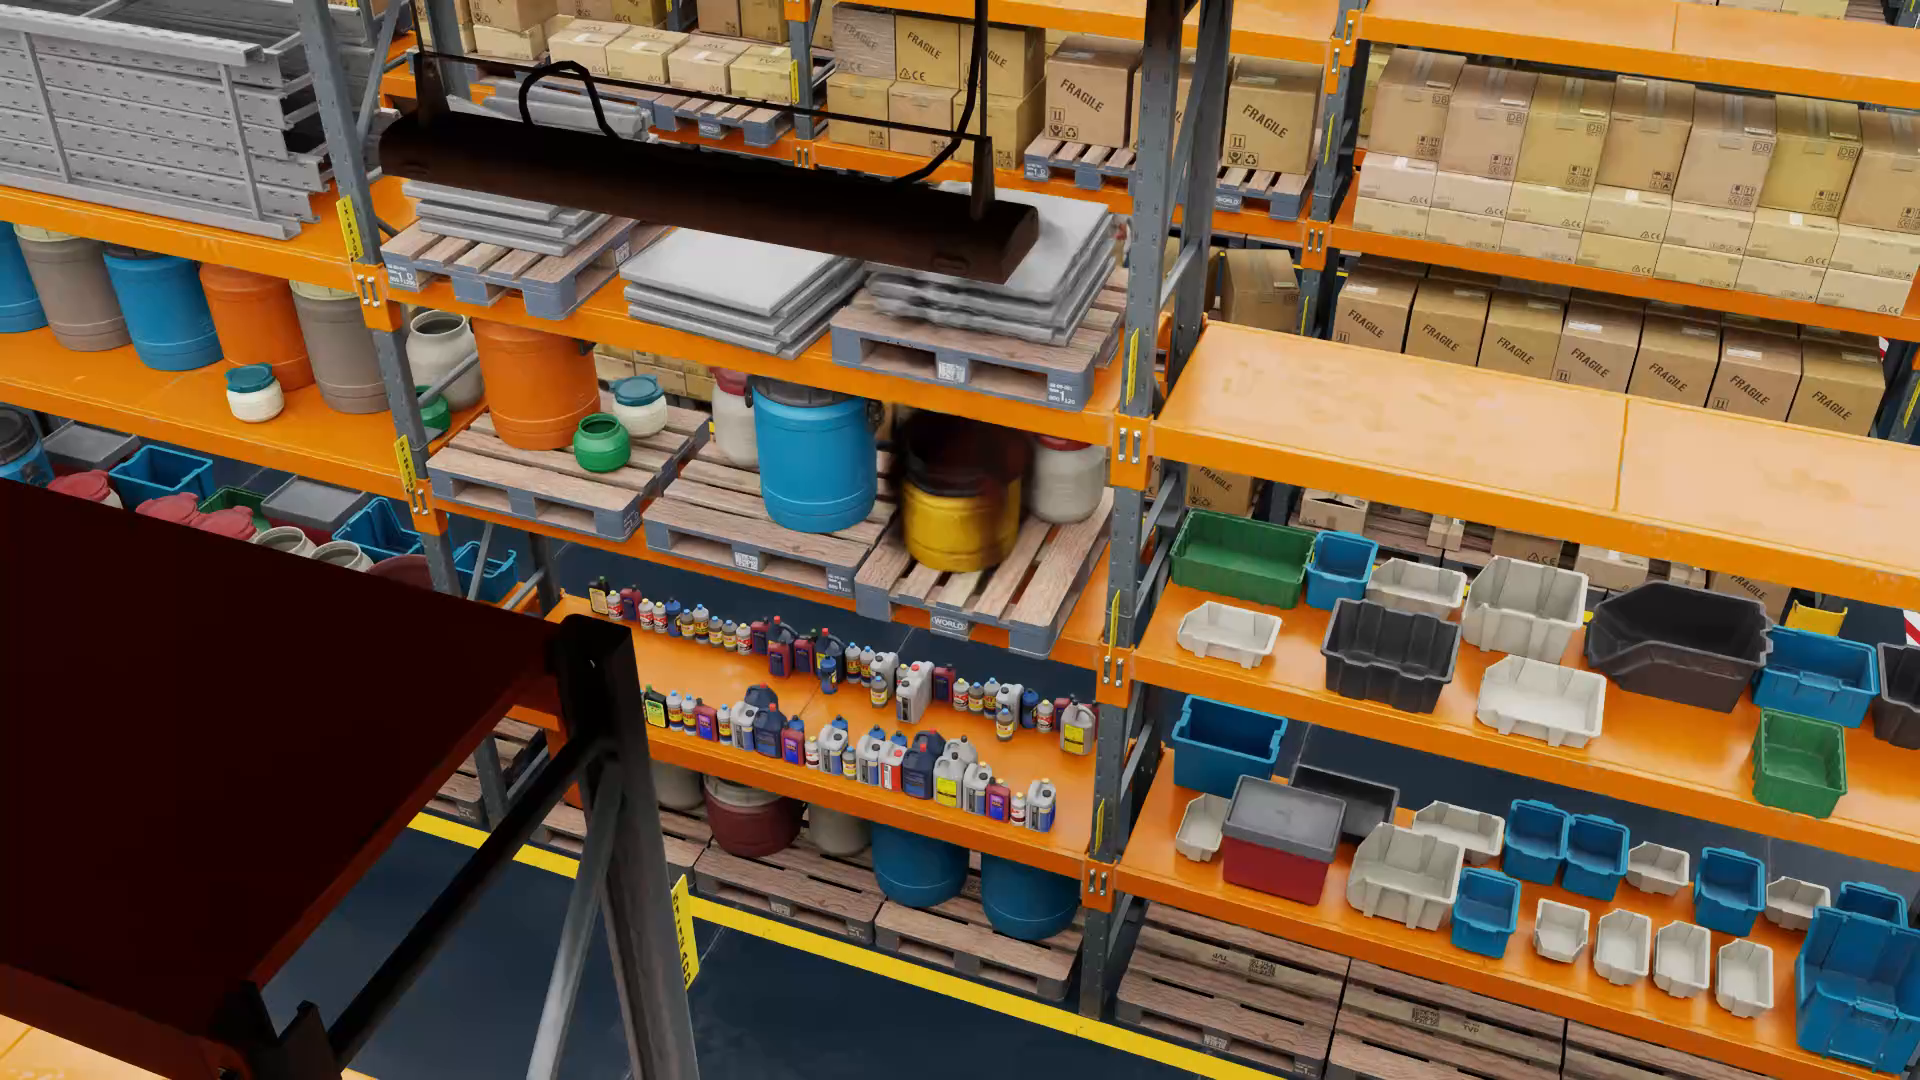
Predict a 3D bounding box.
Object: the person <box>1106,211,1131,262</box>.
[{"bbox_3d":[1.506,-2.775,15.712,0.715,1.733,0.653,4,37,5],"label":"person"}]
